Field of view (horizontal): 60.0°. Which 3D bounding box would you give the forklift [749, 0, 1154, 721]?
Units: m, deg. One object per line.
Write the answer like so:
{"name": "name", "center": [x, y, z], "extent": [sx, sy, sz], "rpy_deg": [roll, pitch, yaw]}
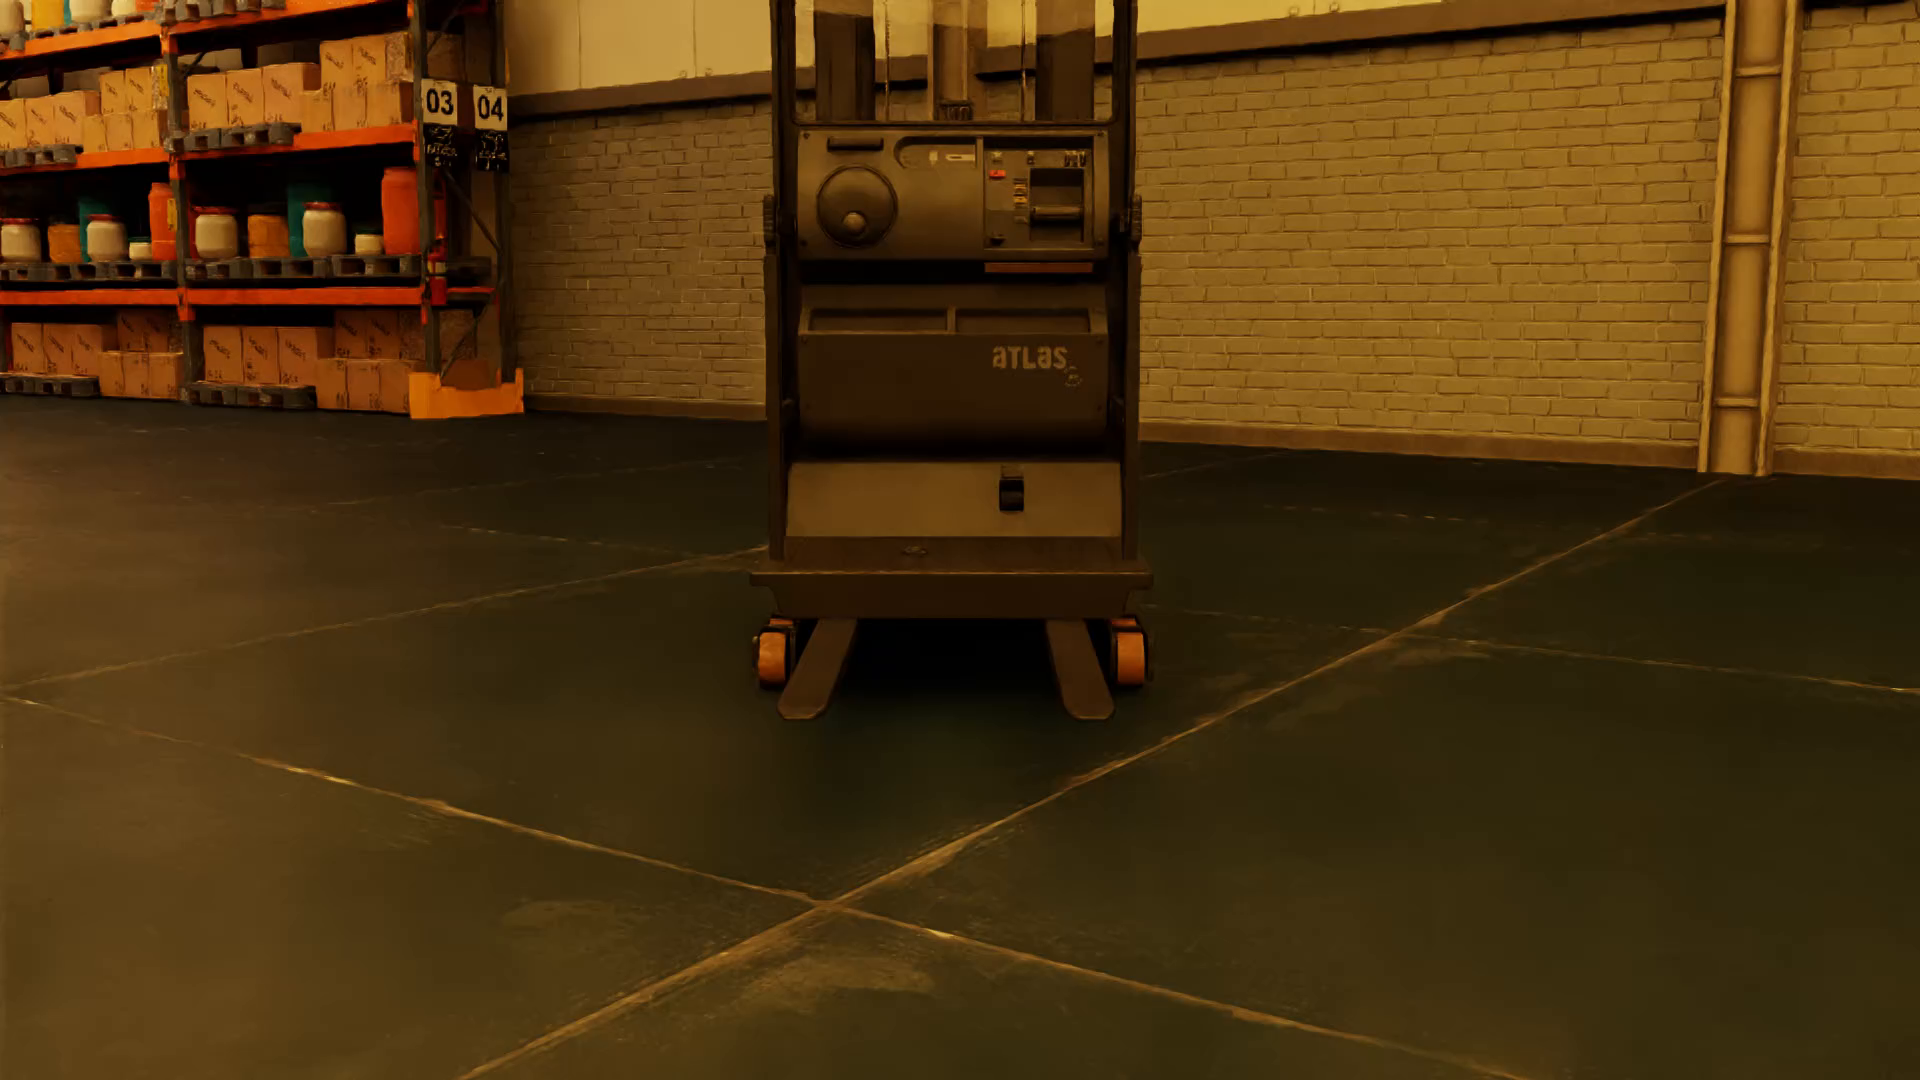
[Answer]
{"name": "forklift", "center": [-0.020, -1.076, 4.762], "extent": [1.130, 2.935, 3.031], "rpy_deg": [0, 8, 0]}
